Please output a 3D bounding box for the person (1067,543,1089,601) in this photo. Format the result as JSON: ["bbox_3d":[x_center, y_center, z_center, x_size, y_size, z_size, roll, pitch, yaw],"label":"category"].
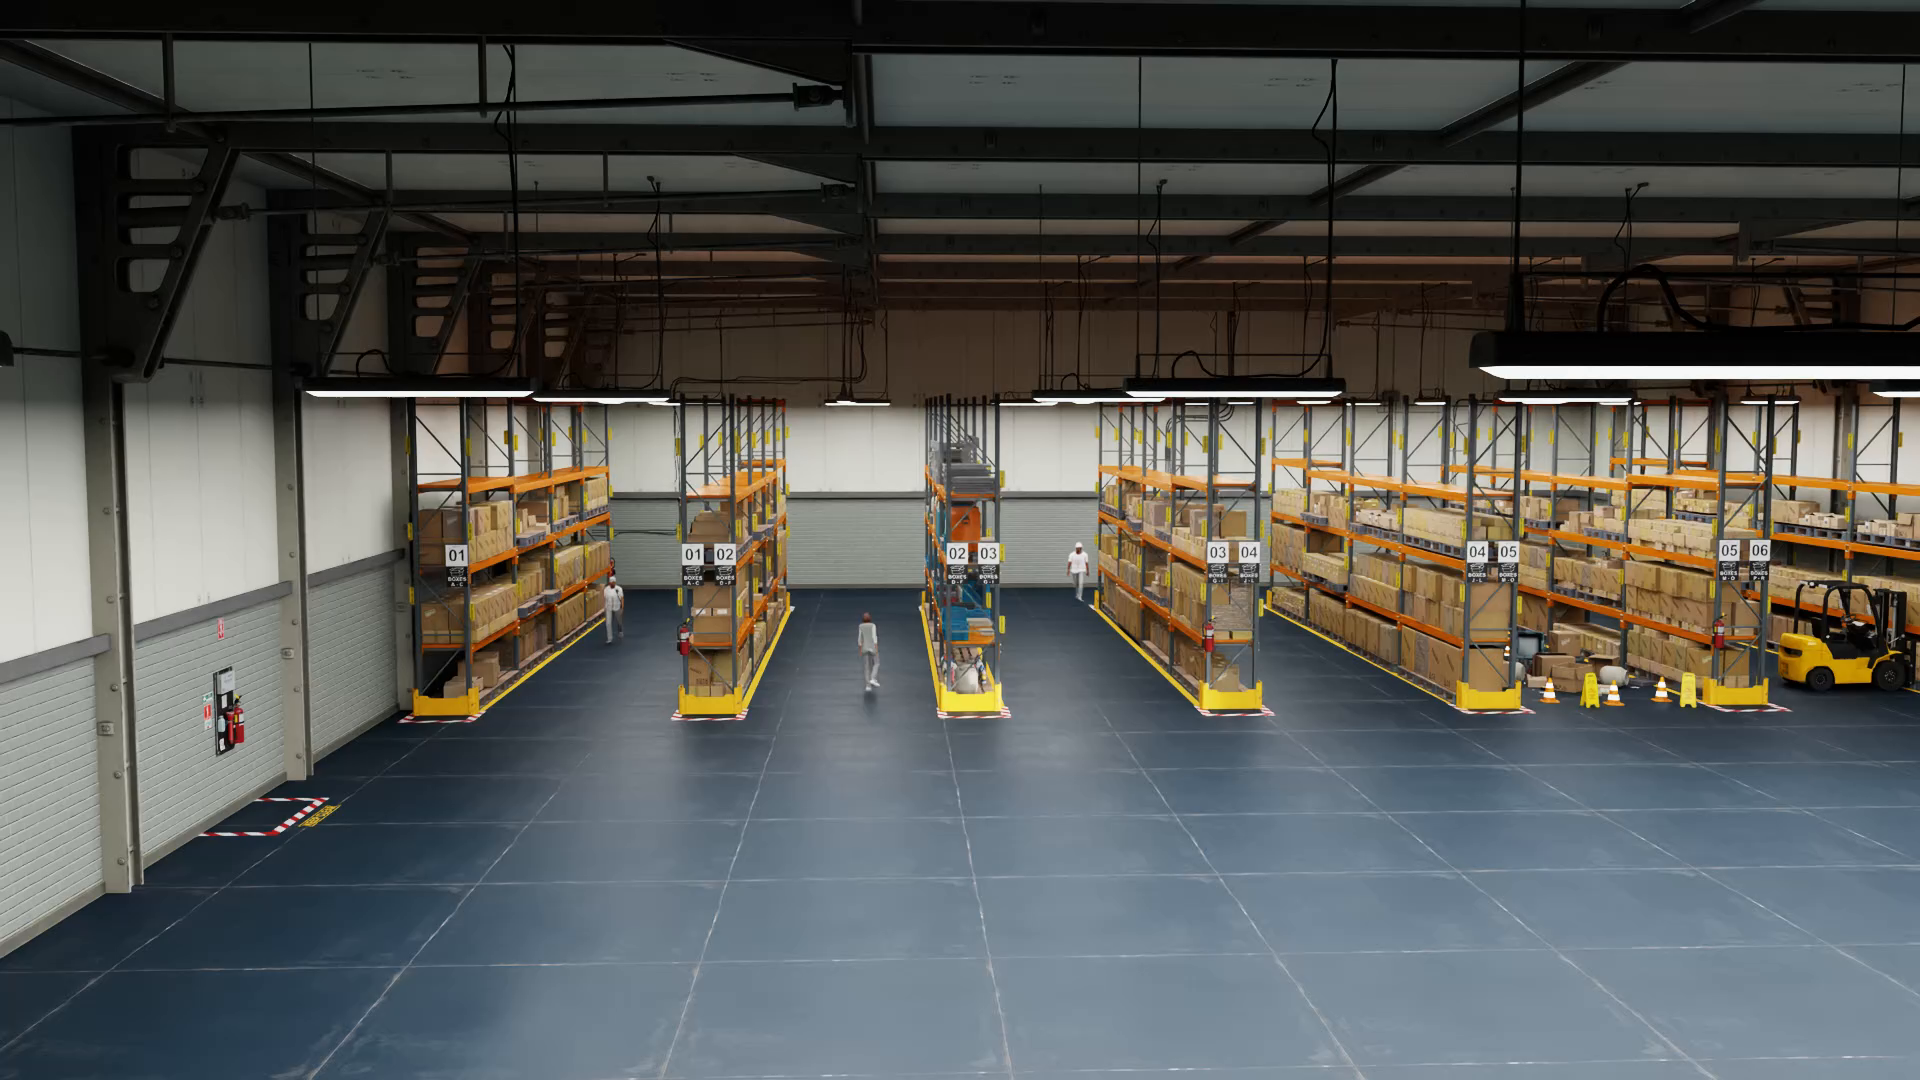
[{"bbox_3d":[3.504,0.932,49.568,0.609,1.702,1.054,1,5,17],"label":"person"}]

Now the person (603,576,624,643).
[{"bbox_3d":[-8.478,1.682,40.741,0.485,1.617,0.857,0,5,-5],"label":"person"}]

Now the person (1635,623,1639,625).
[{"bbox_3d":[16.940,1.659,41.055,0.484,1.697,0.388,-3,5,-30],"label":"person"}]

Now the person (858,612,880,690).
[{"bbox_3d":[-1.854,2.252,33.819,0.455,1.578,0.442,0,5,5],"label":"person"}]
